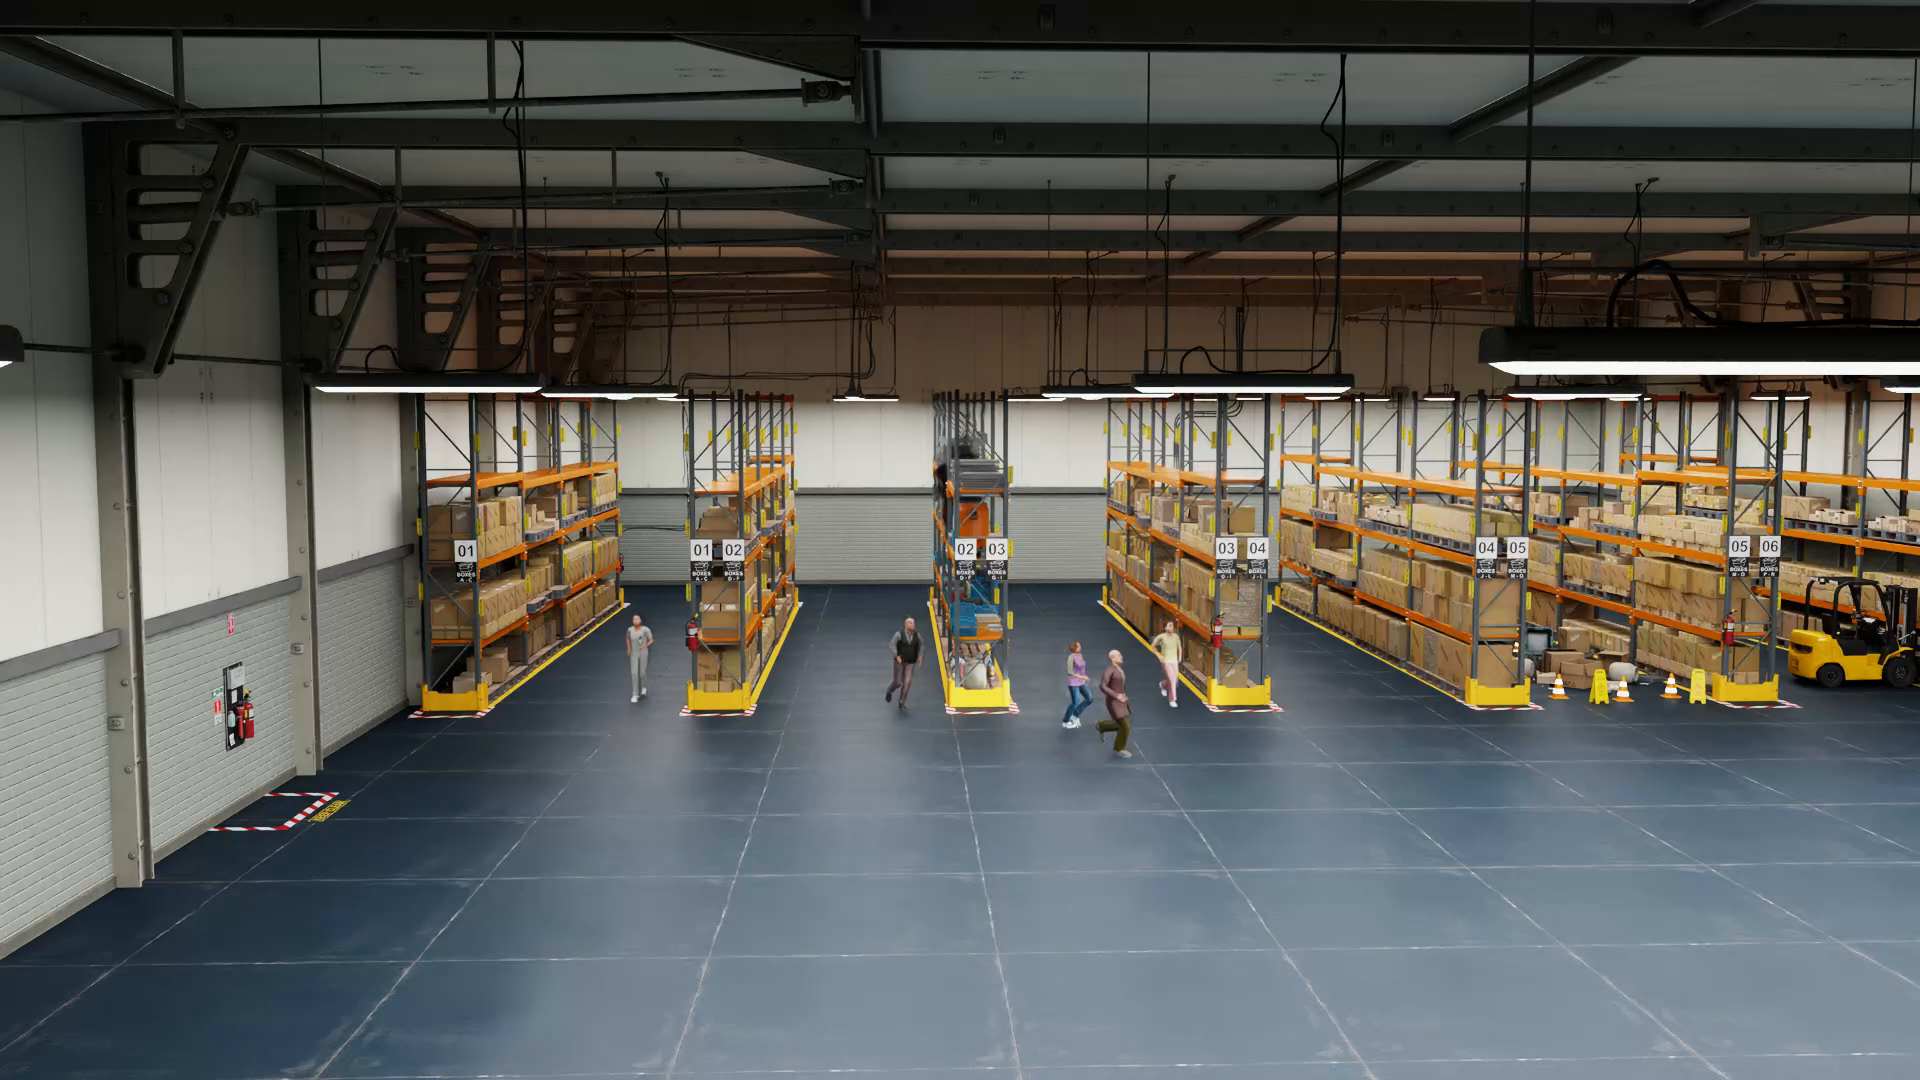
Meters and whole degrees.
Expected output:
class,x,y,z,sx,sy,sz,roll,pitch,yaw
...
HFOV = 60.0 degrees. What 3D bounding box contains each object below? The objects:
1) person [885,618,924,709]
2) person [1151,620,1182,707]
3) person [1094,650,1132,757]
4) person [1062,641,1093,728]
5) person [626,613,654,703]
class,x,y,z,sx,sy,sz,roll,pitch,yaw
person,-1.006,2.317,31.498,0.717,1.684,0.742,-2,5,-18
person,3.956,2.328,31.701,0.618,1.627,0.772,-2,5,-22
person,2.493,2.658,27.151,0.709,1.737,0.741,2,5,24
person,2.073,2.591,29.330,0.580,1.471,0.550,3,6,33
person,-6.208,2.250,32.247,0.557,1.686,0.835,0,5,0
